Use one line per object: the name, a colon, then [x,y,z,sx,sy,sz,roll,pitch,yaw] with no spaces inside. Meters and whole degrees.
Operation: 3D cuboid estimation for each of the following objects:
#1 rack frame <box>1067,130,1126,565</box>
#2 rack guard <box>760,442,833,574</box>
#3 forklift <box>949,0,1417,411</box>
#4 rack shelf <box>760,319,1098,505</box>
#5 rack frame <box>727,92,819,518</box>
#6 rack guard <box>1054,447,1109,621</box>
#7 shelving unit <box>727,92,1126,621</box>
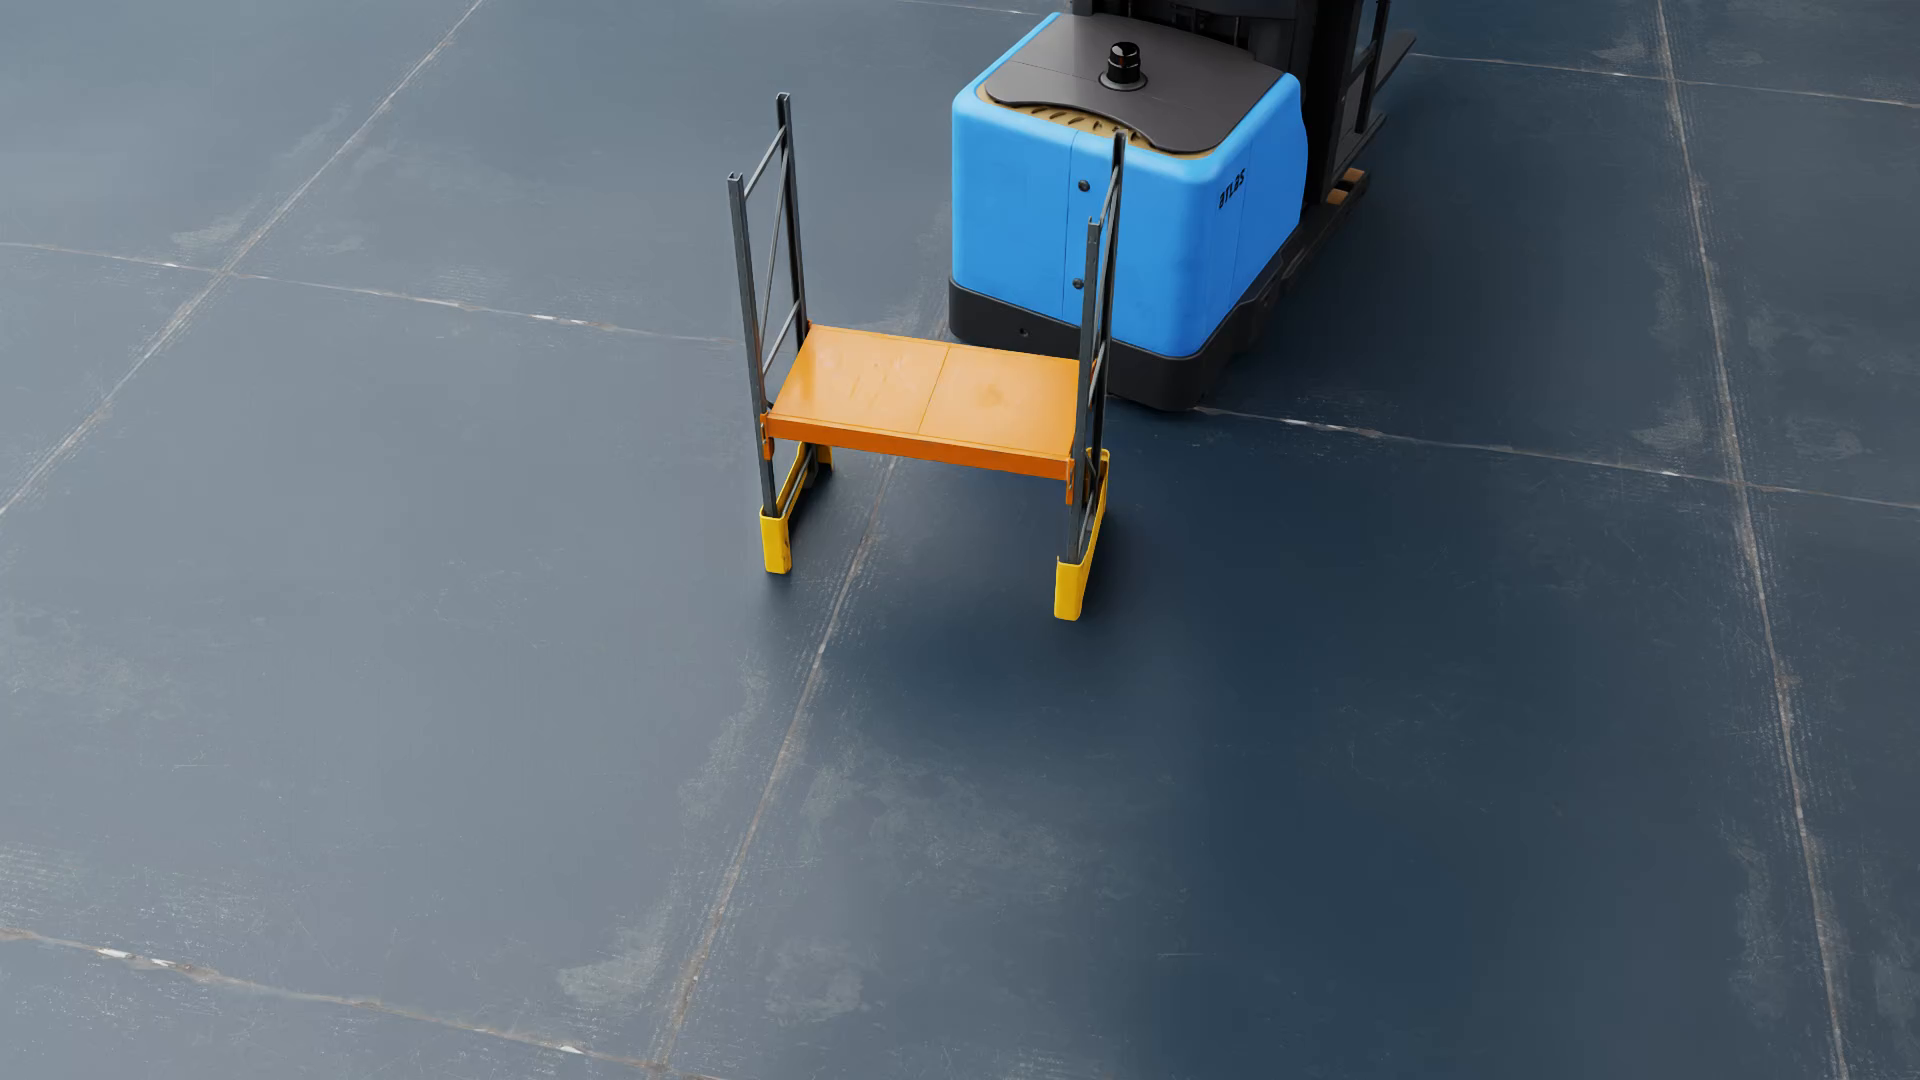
rack frame: [0.413,-0.476,5.163,0.032,1.500,0.500,9,45,9]
rack guard: [-0.560,-0.177,5.754,0.087,0.250,0.587,9,45,9]
forklift: [1.134,-2.541,6.276,1.130,2.935,3.031,22,48,21]
rack shelf: [-0.083,-0.424,5.368,1.000,0.185,0.538,9,45,9]
rack frame: [-0.579,-0.630,5.323,0.032,1.500,0.500,9,45,9]
rack guard: [0.412,-0.026,5.597,0.087,0.250,0.587,9,45,9]
shelving unit: [-0.074,-0.552,5.242,1.083,1.500,0.587,9,45,9]
